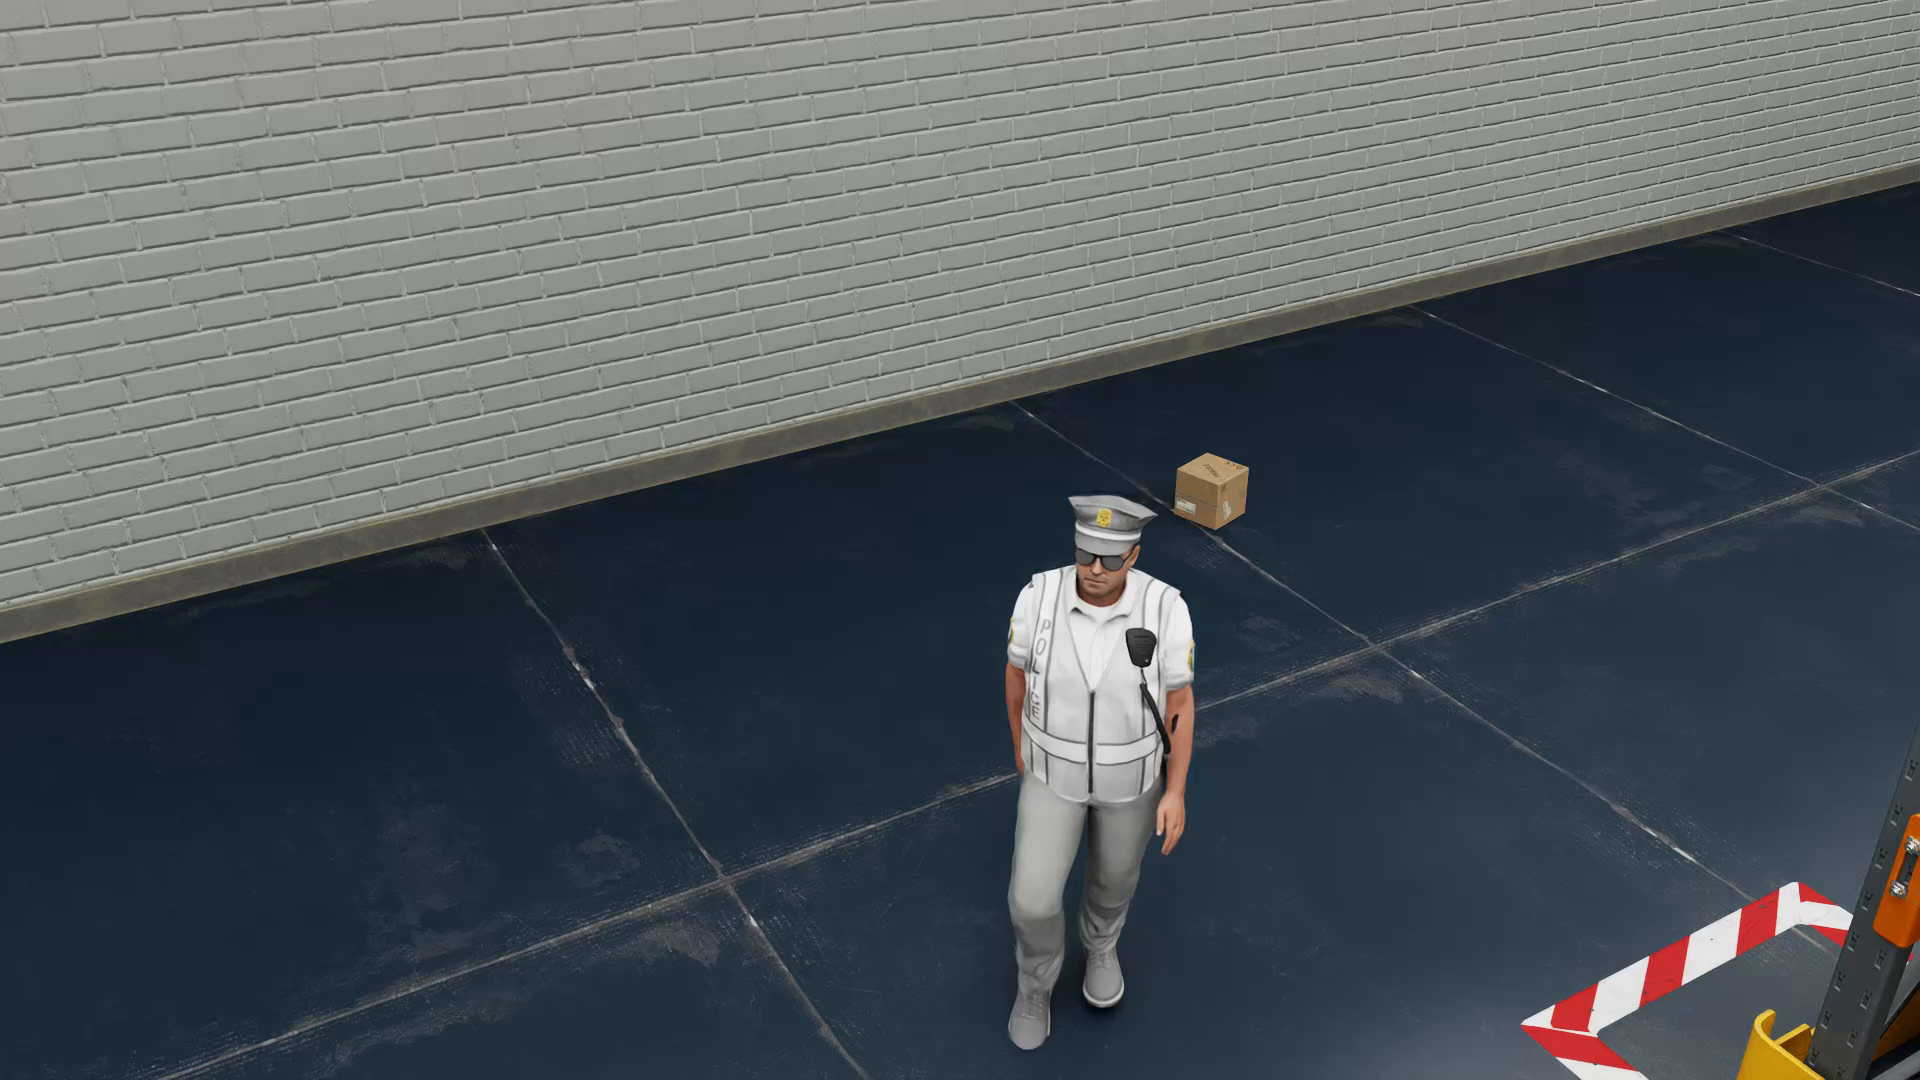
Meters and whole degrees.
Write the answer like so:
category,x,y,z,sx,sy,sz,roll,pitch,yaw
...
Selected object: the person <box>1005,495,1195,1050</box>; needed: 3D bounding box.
category,x,y,z,sx,sy,sz,roll,pitch,yaw
person,0.391,0.704,4.851,0.548,1.843,0.516,3,29,6
